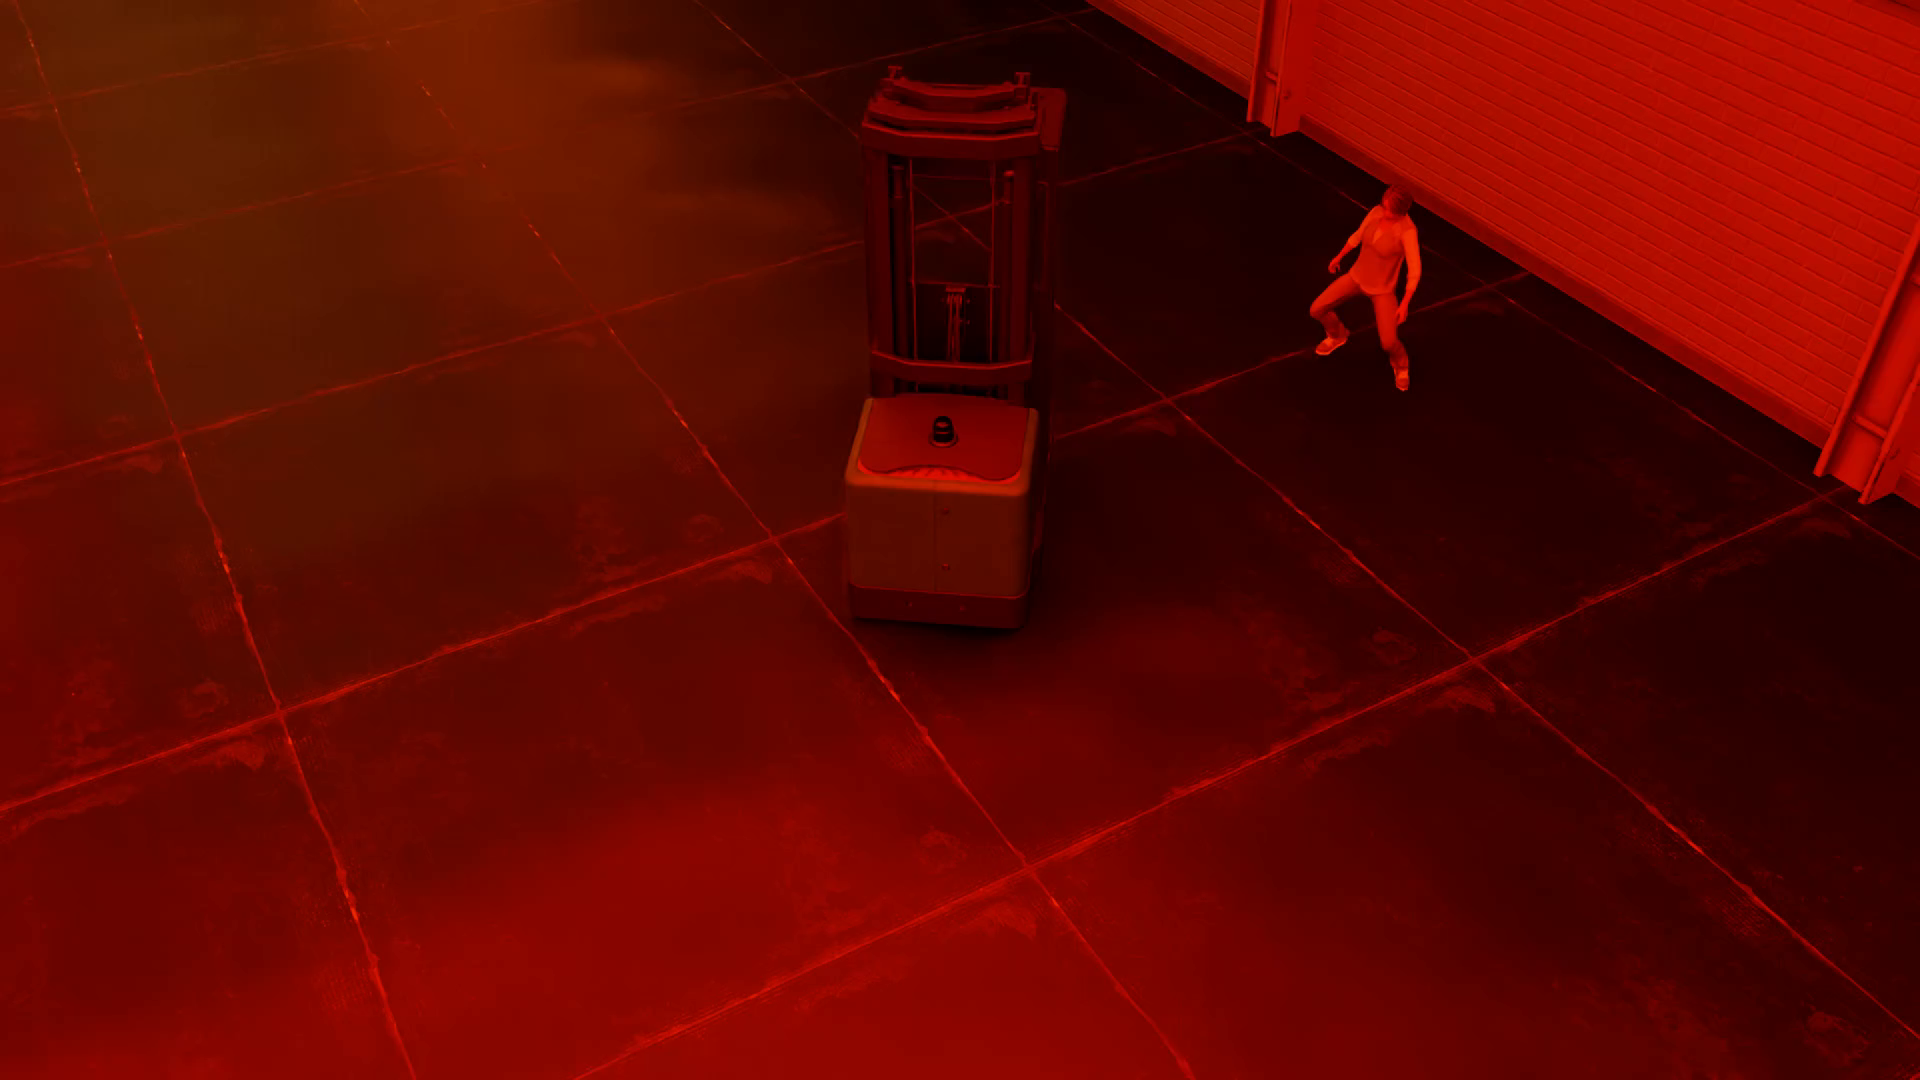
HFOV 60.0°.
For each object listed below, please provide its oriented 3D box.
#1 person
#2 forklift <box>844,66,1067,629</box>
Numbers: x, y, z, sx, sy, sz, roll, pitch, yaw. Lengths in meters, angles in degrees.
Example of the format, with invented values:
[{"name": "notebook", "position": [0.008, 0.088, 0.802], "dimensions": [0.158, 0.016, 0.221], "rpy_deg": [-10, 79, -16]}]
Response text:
[{"name": "person", "position": [2.816, -1.740, 11.286], "dimensions": [0.574, 1.490, 0.801], "rpy_deg": [-24, 45, -26]}, {"name": "forklift", "position": [0.028, -1.549, 9.904], "dimensions": [1.130, 2.935, 3.031], "rpy_deg": [4, 40, 5]}]
